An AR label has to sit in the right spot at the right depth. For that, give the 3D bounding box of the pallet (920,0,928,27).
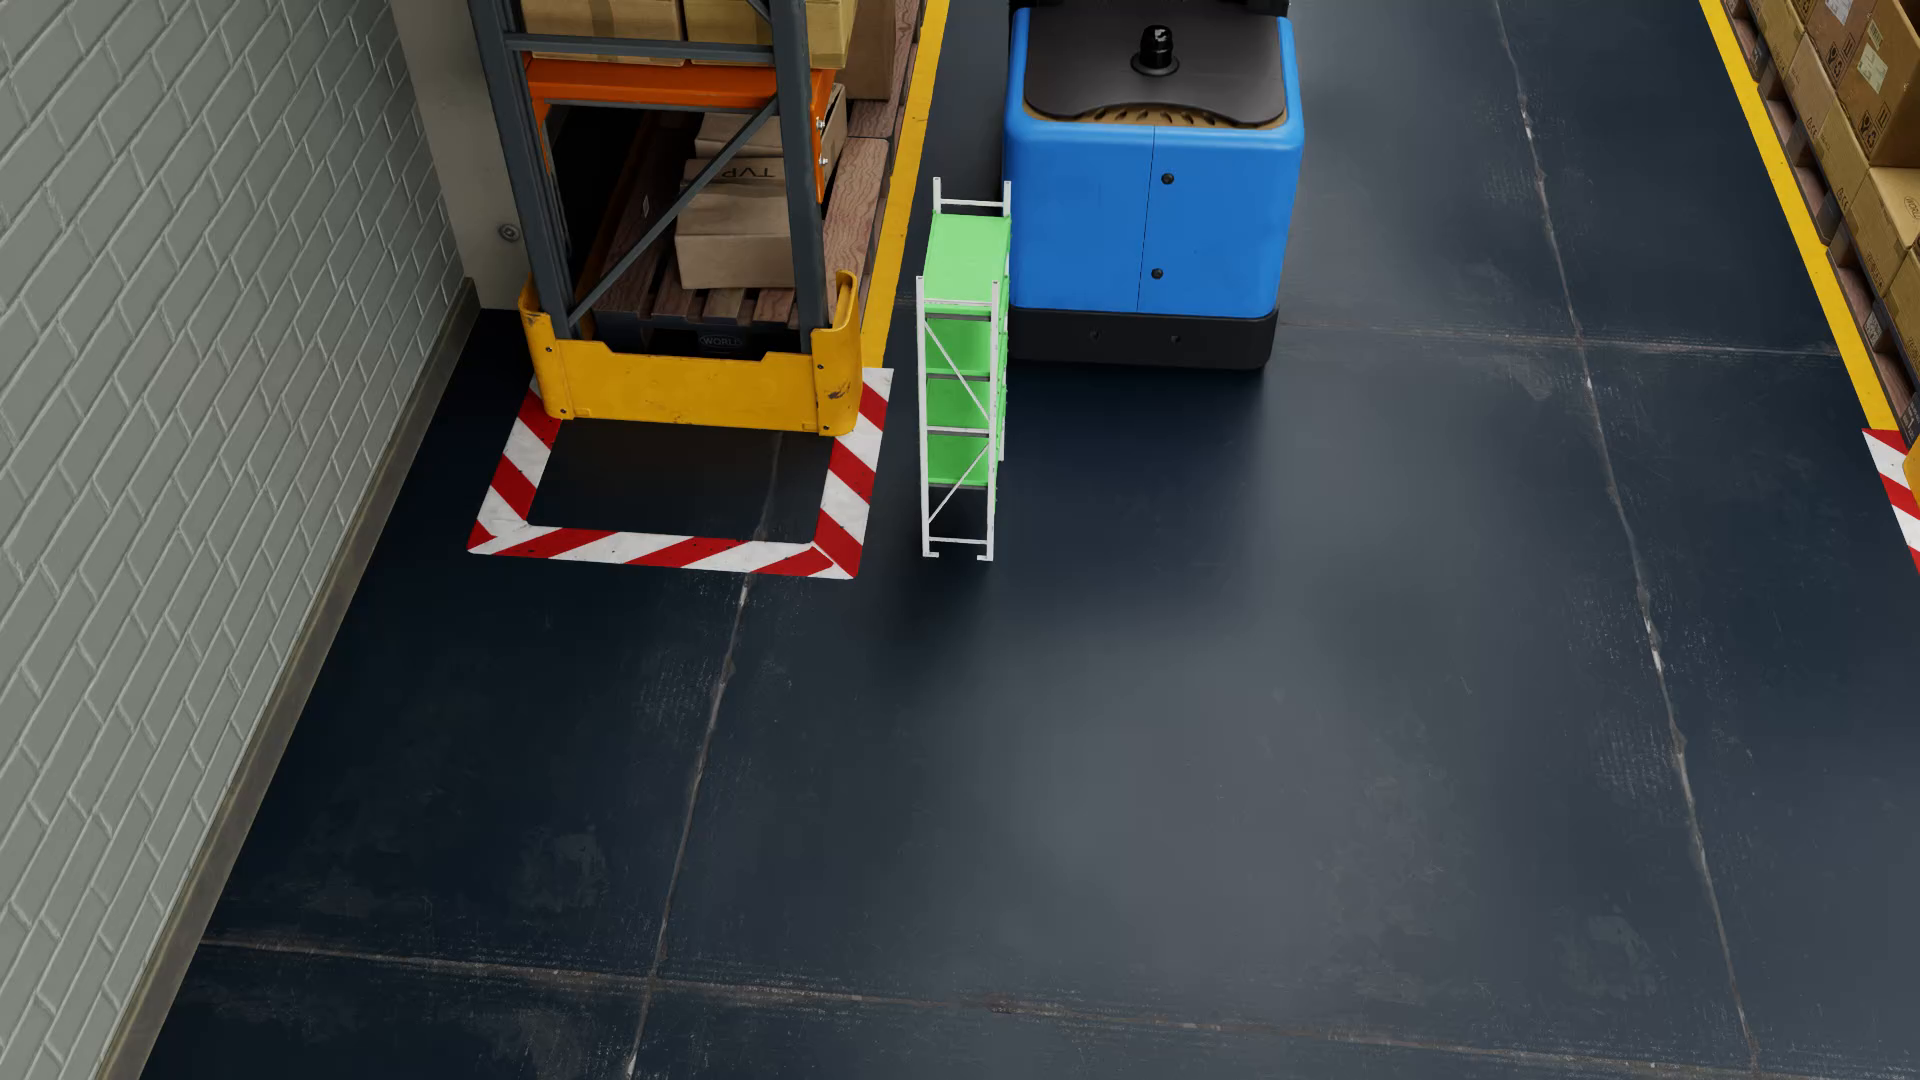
[{"bbox_3d":[-0.628,-3.001,8.352,1.003,0.211,1.213,4,48,4],"label":"pallet"}]

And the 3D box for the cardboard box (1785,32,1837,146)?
[{"bbox_3d":[3.847,-1.899,7.033,0.500,0.250,0.500,4,48,4],"label":"cardboard box"}]

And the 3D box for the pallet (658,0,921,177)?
[{"bbox_3d":[-0.736,-2.102,7.529,1.003,0.211,1.213,4,48,4],"label":"pallet"}]

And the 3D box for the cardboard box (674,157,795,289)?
[{"bbox_3d":[-0.814,-1.242,6.377,0.500,0.311,0.500,-1,48,-1],"label":"cardboard box"}]

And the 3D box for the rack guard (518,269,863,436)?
[{"bbox_3d":[-0.959,-0.711,6.061,1.175,0.500,0.348,4,48,4],"label":"rack guard"}]

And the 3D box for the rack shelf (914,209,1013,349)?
[{"bbox_3d":[0.015,-0.807,5.111,0.258,0.148,0.480,4,48,4],"label":"rack shelf"}]

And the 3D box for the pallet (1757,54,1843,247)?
[{"bbox_3d":[4.109,-1.686,7.149,1.003,0.211,1.213,4,48,4],"label":"pallet"}]

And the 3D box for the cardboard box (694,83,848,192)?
[{"bbox_3d":[-0.762,-1.661,6.760,0.500,0.311,0.500,7,48,7],"label":"cardboard box"}]

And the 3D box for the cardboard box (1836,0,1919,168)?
[{"bbox_3d":[3.796,-1.785,6.420,0.500,0.500,0.500,4,48,4],"label":"cardboard box"}]

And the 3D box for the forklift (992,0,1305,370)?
[{"bbox_3d":[0.755,-2.715,6.247,1.130,2.935,3.031,3,48,3],"label":"forklift"}]

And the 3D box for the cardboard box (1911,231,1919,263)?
[{"bbox_3d":[3.720,-1.049,5.747,0.500,0.500,0.500,4,48,4],"label":"cardboard box"}]

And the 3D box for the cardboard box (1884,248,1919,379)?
[{"bbox_3d":[3.722,-0.796,6.024,0.500,0.250,0.500,4,48,4],"label":"cardboard box"}]

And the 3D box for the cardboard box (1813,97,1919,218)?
[{"bbox_3d":[3.799,-1.532,6.697,0.500,0.250,0.500,4,48,4],"label":"cardboard box"}]

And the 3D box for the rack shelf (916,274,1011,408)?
[{"bbox_3d":[0.015,-0.645,5.289,0.258,0.148,0.480,4,48,4],"label":"rack shelf"}]

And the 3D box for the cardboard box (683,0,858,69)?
[{"bbox_3d":[-0.606,-1.792,5.444,0.500,0.250,0.500,3,48,2],"label":"cardboard box"}]

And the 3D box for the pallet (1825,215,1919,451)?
[{"bbox_3d":[3.995,-0.792,6.331,1.003,0.211,1.213,4,48,4],"label":"pallet"}]

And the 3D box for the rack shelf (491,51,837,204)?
[{"bbox_3d":[-0.784,-2.725,6.698,1.077,0.370,4.000,4,48,4],"label":"rack shelf"}]

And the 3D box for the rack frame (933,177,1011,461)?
[{"bbox_3d":[0.037,-0.706,5.582,0.240,1.200,0.015,4,48,4],"label":"rack frame"}]

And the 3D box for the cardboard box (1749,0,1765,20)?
[{"bbox_3d":[3.937,-2.634,7.705,0.500,0.250,0.500,4,48,4],"label":"cardboard box"}]

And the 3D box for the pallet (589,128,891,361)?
[{"bbox_3d":[-0.850,-1.208,6.712,1.003,0.211,1.213,4,48,4],"label":"pallet"}]

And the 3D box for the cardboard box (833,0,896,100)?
[{"bbox_3d":[-0.645,-2.260,7.181,0.700,0.500,0.500,1,48,1],"label":"cardboard box"}]

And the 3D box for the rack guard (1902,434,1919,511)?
[{"bbox_3d":[3.965,-0.307,5.692,1.175,0.500,0.348,4,48,4],"label":"rack guard"}]

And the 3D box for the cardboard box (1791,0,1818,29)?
[{"bbox_3d":[3.887,-2.520,7.093,0.500,0.500,0.500,4,48,4],"label":"cardboard box"}]

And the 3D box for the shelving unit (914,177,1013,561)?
[{"bbox_3d":[0.015,-0.527,5.418,0.258,1.200,0.503,4,48,4],"label":"shelving unit"}]

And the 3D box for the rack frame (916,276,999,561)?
[{"bbox_3d":[-0.007,-0.347,5.255,0.240,1.200,0.015,4,48,4],"label":"rack frame"}]

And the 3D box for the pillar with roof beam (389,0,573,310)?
[{"bbox_3d":[2.523,-3.806,3.133,9.100,9.000,0.400,4,48,4],"label":"pillar with roof beam"}]

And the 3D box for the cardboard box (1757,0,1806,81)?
[{"bbox_3d":[3.886,-2.267,7.369,0.500,0.250,0.500,4,48,4],"label":"cardboard box"}]

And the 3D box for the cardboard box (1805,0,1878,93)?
[{"bbox_3d":[3.843,-2.152,6.756,0.500,0.500,0.500,4,48,4],"label":"cardboard box"}]

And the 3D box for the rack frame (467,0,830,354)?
[{"bbox_3d":[-0.966,-1.499,5.088,1.000,3.000,0.127,4,48,4],"label":"rack frame"}]

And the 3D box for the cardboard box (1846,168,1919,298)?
[{"bbox_3d":[3.755,-1.164,6.361,0.500,0.250,0.500,4,48,4],"label":"cardboard box"}]

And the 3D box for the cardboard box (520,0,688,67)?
[{"bbox_3d":[-1.117,-1.811,5.462,0.500,0.250,0.500,4,48,4],"label":"cardboard box"}]

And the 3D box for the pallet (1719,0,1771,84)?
[{"bbox_3d":[4.218,-2.585,7.971,1.003,0.211,1.213,4,48,4],"label":"pallet"}]

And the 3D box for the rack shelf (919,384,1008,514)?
[{"bbox_3d":[0.015,-0.321,5.643,0.258,0.148,0.480,4,48,4],"label":"rack shelf"}]

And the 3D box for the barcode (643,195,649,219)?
[{"bbox_3d":[-1.210,-1.285,6.411,0.001,0.075,0.075,4,48,4],"label":"barcode"}]

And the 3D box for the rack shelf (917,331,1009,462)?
[{"bbox_3d":[0.015,-0.483,5.466,0.258,0.148,0.480,4,48,4],"label":"rack shelf"}]
